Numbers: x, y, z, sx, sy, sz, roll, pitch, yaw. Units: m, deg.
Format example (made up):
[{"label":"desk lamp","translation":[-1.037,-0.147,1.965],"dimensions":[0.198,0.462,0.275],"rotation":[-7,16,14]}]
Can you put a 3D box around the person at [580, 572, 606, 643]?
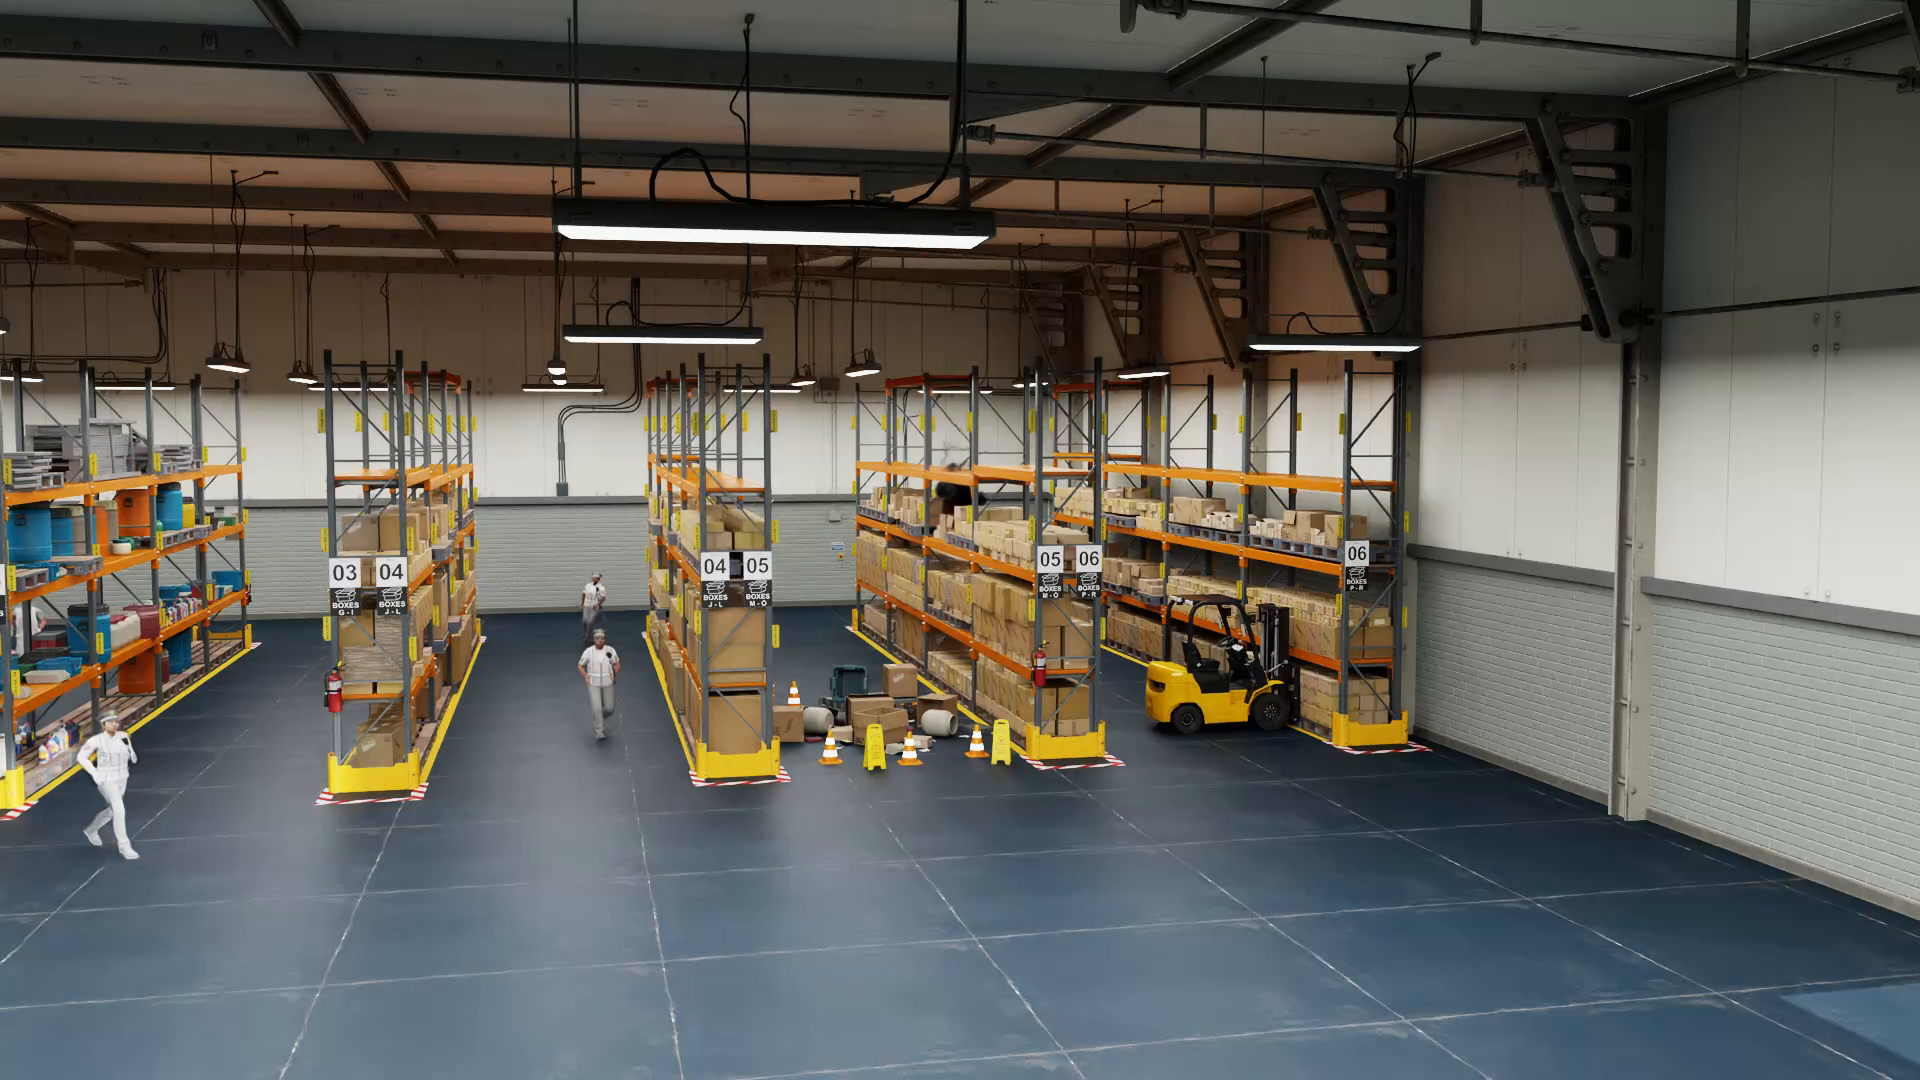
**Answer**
[{"label":"person","translation":[-8.418,1.544,38.054],"dimensions":[0.601,1.627,0.511],"rotation":[0,4,2]}]

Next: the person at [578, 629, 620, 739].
[{"label":"person","translation":[-5.773,2.280,26.635],"dimensions":[0.664,1.733,0.645],"rotation":[-1,4,-20]}]

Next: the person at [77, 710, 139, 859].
[{"label":"person","translation":[-9.873,2.811,19.352],"dimensions":[0.869,1.718,0.598],"rotation":[2,4,24]}]

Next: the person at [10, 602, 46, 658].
[{"label":"person","translation":[-18.034,1.896,32.141],"dimensions":[0.651,1.739,0.612],"rotation":[-2,4,-25]}]
